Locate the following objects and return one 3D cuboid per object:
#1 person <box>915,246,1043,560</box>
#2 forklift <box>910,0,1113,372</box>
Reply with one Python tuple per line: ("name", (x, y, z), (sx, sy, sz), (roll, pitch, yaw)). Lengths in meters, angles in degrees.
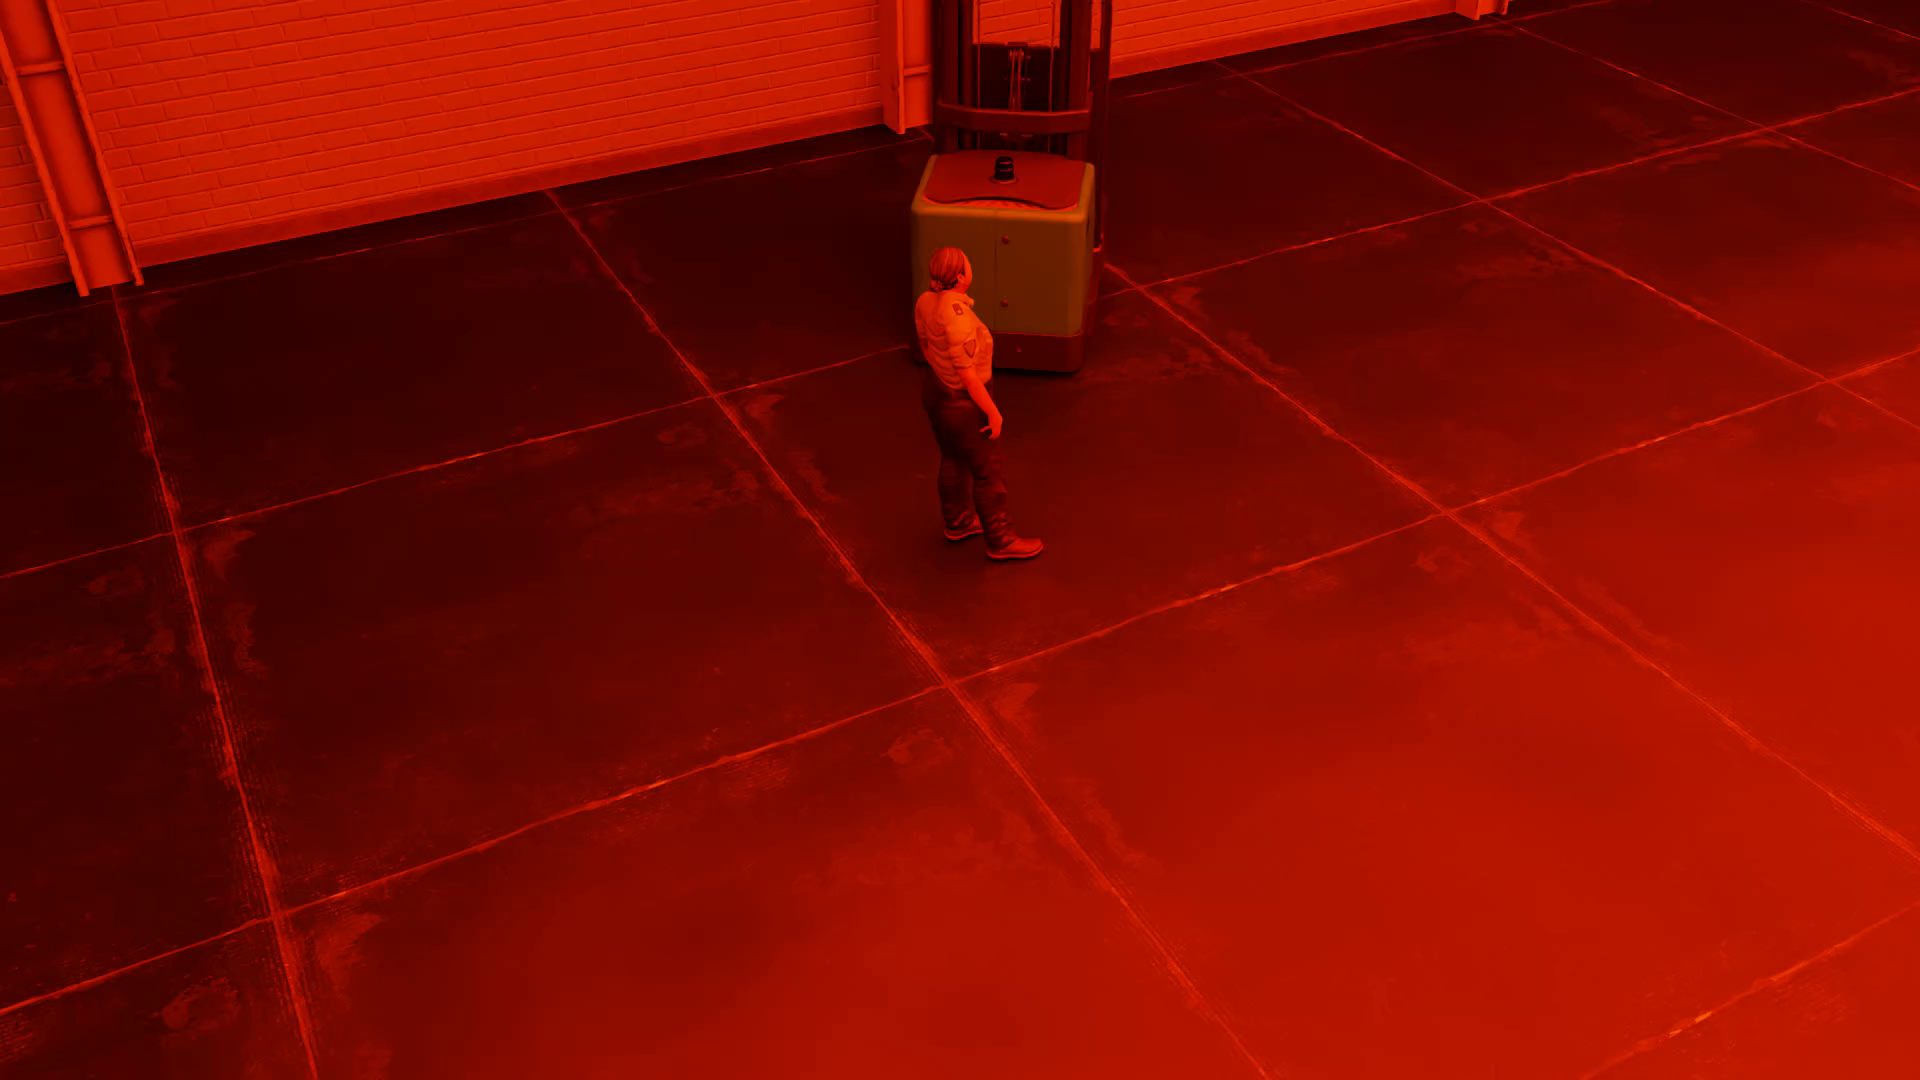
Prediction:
("person", (0.090, -0.691, 8.201), (0.502, 1.651, 0.598), (-17, 39, -23))
("forklift", (0.409, -3.043, 10.428), (1.130, 2.935, 3.031), (5, 36, 6))
